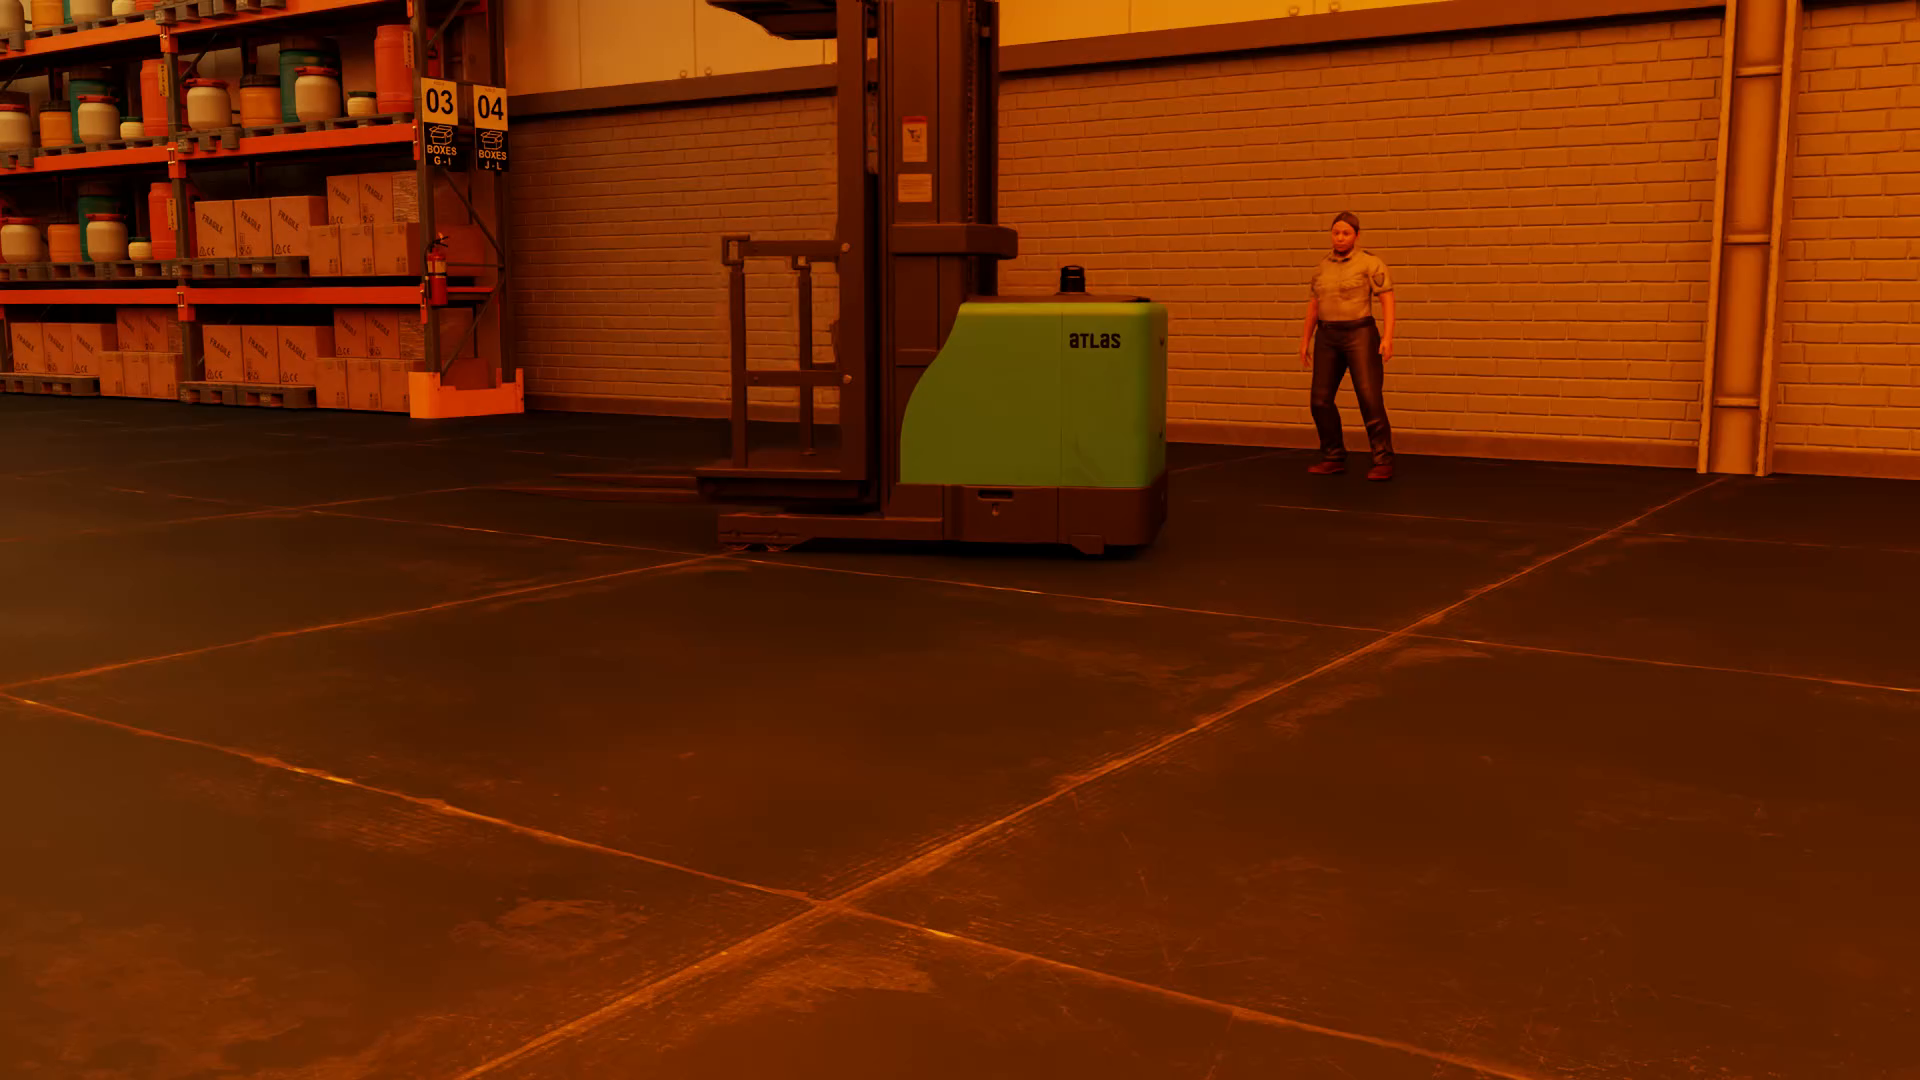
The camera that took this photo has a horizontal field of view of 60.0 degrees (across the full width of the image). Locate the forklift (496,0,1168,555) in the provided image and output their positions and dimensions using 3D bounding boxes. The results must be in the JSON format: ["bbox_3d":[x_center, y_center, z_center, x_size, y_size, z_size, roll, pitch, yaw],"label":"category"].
[{"bbox_3d":[-0.596,-1.469,7.520,3.031,2.935,1.130,2,8,12],"label":"forklift"}]

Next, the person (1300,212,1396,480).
[{"bbox_3d":[2.417,-1.213,10.356,0.704,1.632,0.402,7,11,42],"label":"person"}]
